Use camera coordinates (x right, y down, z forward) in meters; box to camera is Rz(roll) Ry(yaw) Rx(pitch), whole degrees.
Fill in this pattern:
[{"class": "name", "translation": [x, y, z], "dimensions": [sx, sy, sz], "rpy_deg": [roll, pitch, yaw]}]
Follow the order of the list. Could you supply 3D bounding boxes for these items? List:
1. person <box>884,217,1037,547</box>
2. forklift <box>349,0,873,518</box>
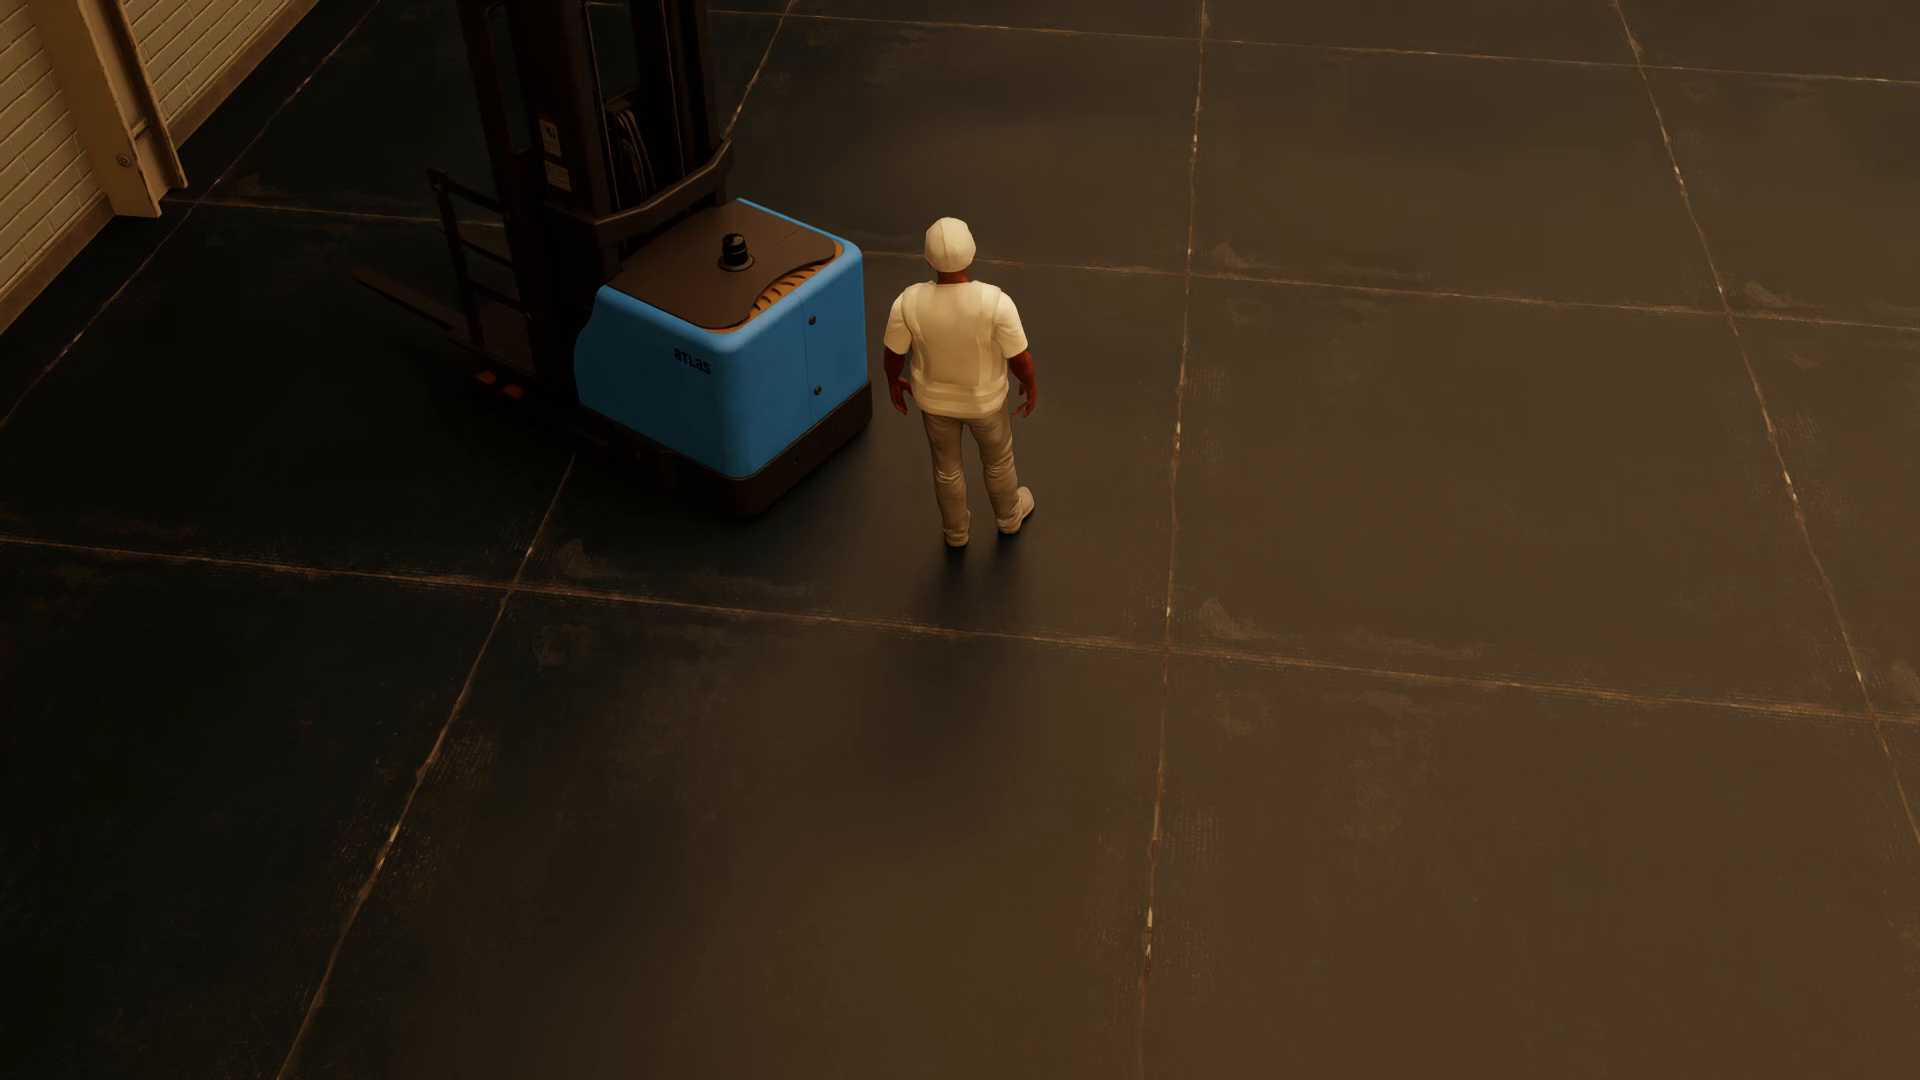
[{"class": "person", "translation": [0.014, -0.702, 7.340], "dimensions": [0.665, 1.769, 0.574], "rpy_deg": [5, 43, 6]}, {"class": "forklift", "translation": [-1.941, -1.982, 7.882], "dimensions": [3.031, 2.935, 1.130], "rpy_deg": [26, 48, 25]}]
